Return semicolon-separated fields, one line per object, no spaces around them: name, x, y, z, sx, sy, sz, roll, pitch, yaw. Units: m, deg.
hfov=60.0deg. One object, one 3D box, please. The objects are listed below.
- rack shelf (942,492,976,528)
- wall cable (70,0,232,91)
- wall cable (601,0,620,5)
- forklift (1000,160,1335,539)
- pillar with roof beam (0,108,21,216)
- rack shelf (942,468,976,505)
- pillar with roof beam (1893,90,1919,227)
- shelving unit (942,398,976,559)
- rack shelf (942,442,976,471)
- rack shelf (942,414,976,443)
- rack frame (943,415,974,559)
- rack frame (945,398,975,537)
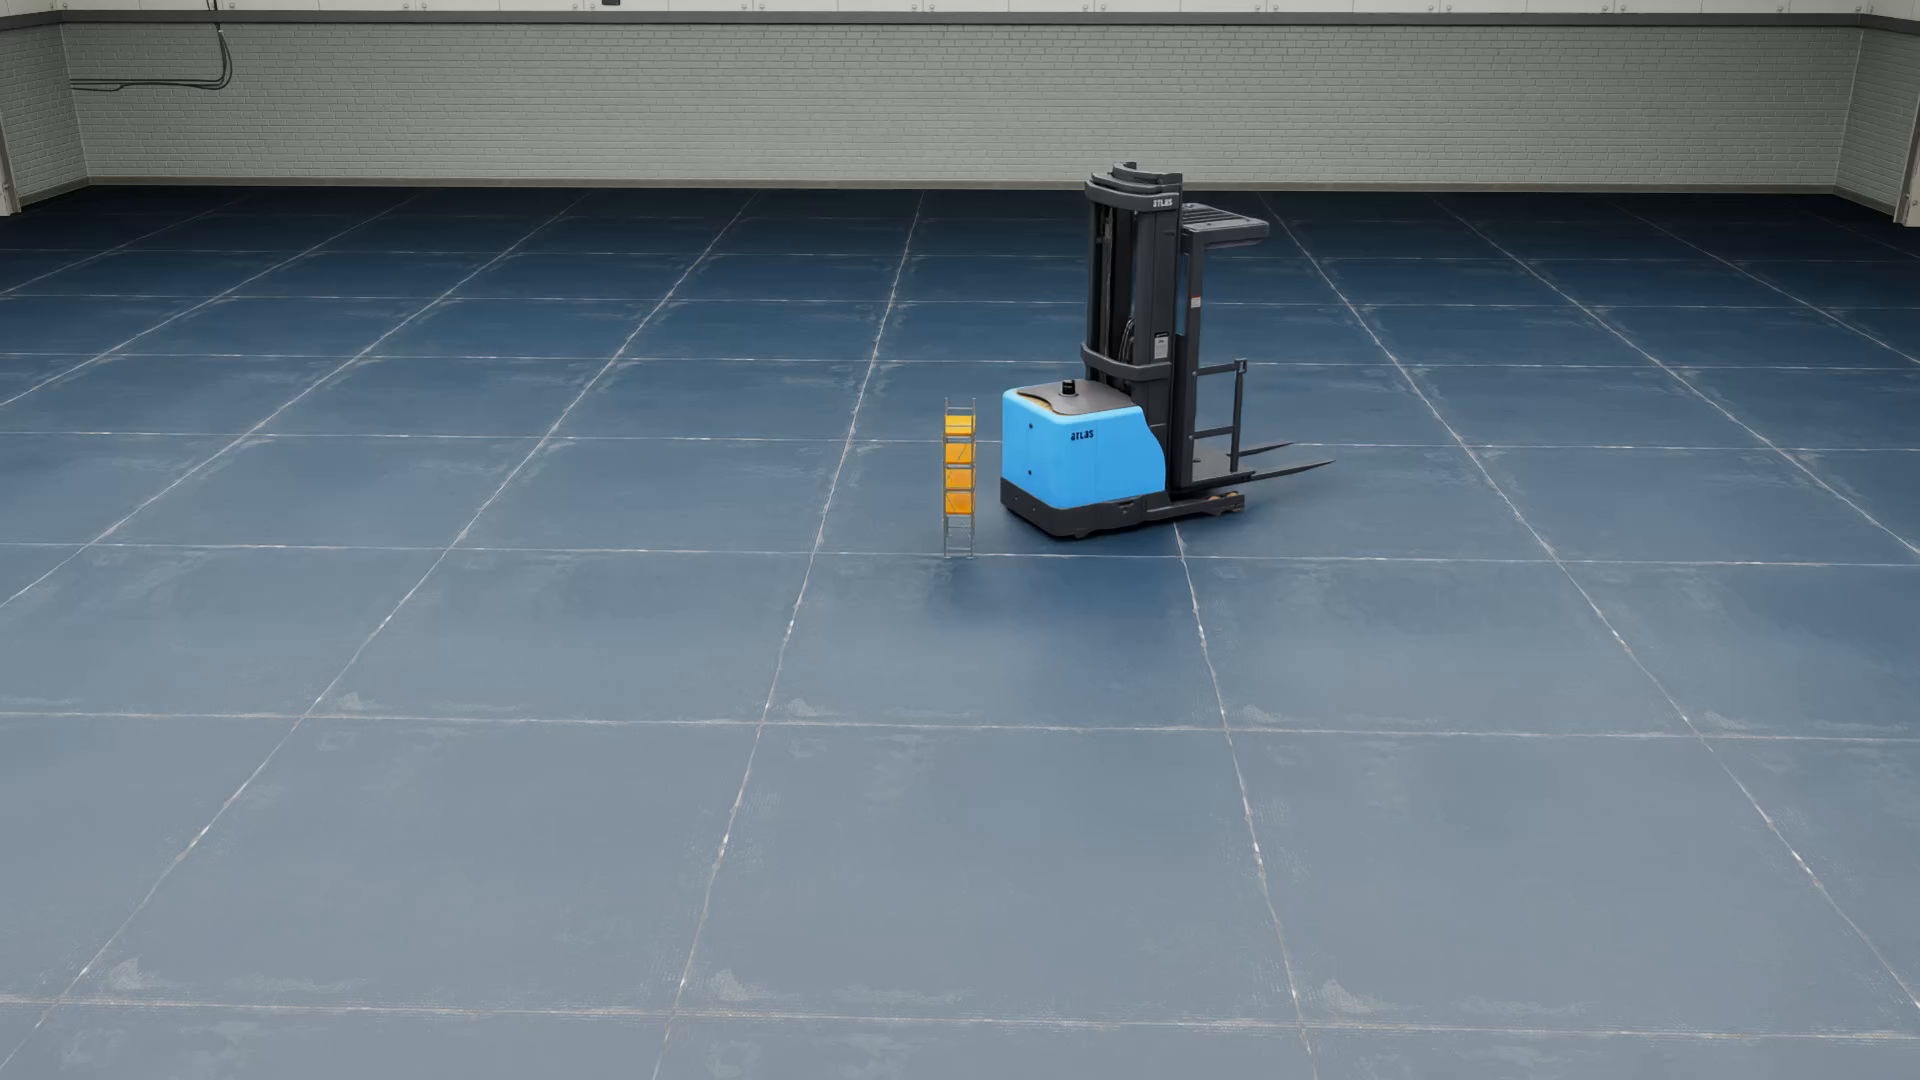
rack shelf;-0.005;-0.252;13.547;0.258;0.148;0.480;1;21;2
wall cable;-14.633;-9.287;29.611;3.097;2.526;0.112;1;21;2
wall cable;-5.145;-12.210;28.150;2.305;6.003;0.169;1;21;2
forklift;1.900;-1.735;14.241;3.031;2.935;1.130;-11;24;-25
pillar with roof beam;-11.741;-9.637;26.219;9.100;9.000;0.400;1;21;2
rack shelf;-0.005;-0.437;13.475;0.258;0.148;0.480;1;21;2
pillar with roof beam;11.138;-9.385;25.570;9.100;9.000;0.400;1;21;2
shelving unit;-0.005;-0.500;13.451;0.258;1.200;0.503;1;21;2
rack shelf;-0.005;-0.645;13.394;0.258;0.148;0.480;1;21;2
rack shelf;-0.005;-0.866;13.309;0.258;0.148;0.480;1;21;2
rack frame;-0.012;-0.411;13.224;0.240;1.200;0.015;1;21;2
rack frame;0.002;-0.588;13.678;0.240;1.200;0.015;1;21;2
